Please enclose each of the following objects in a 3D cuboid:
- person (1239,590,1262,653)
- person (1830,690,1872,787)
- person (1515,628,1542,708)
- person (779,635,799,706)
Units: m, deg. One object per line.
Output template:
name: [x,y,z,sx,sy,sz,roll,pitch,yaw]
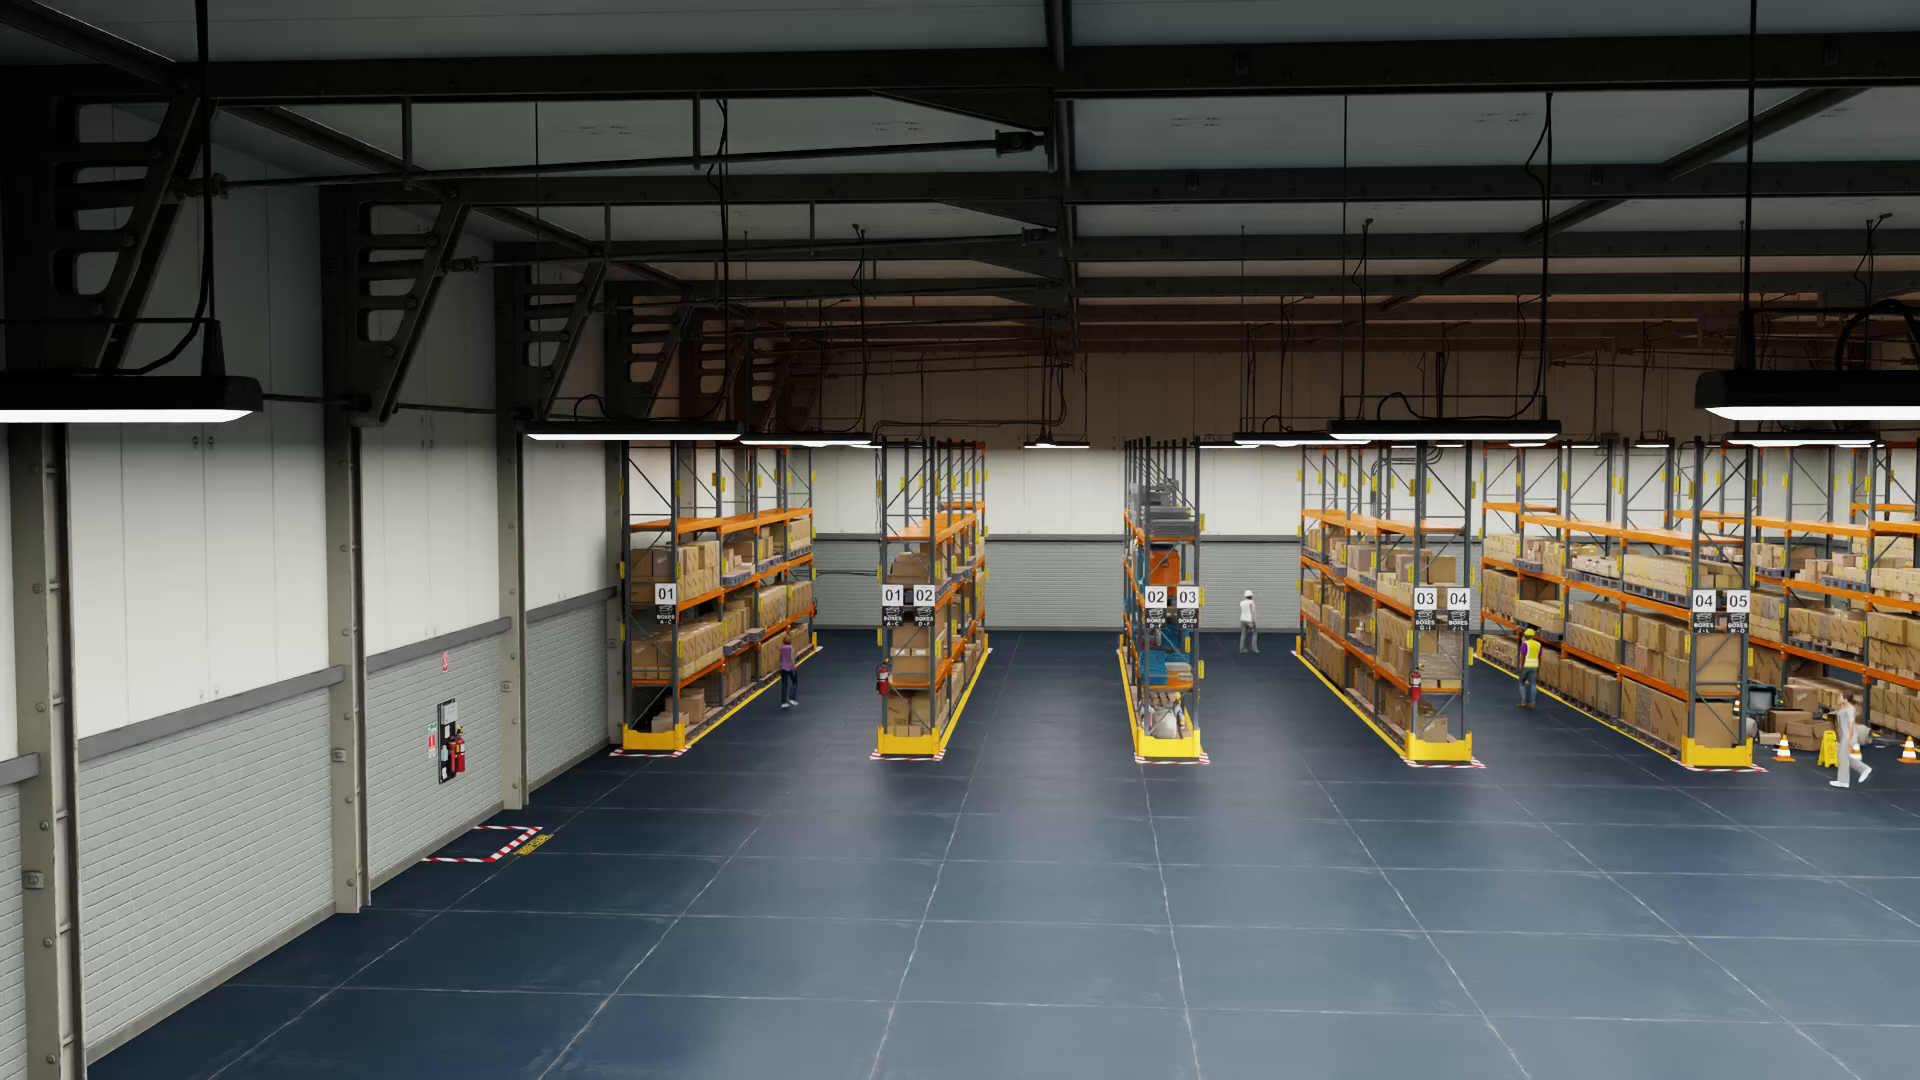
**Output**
person: [8.170,2.338,47.172,0.557,1.805,0.676,3,4,44]
person: [15.175,3.368,28.279,0.686,1.655,0.451,1,3,13]
person: [12.721,2.883,37.071,0.552,1.809,0.602,0,3,0]
person: [-3.883,2.940,37.236,0.435,1.608,0.514,1,3,16]
